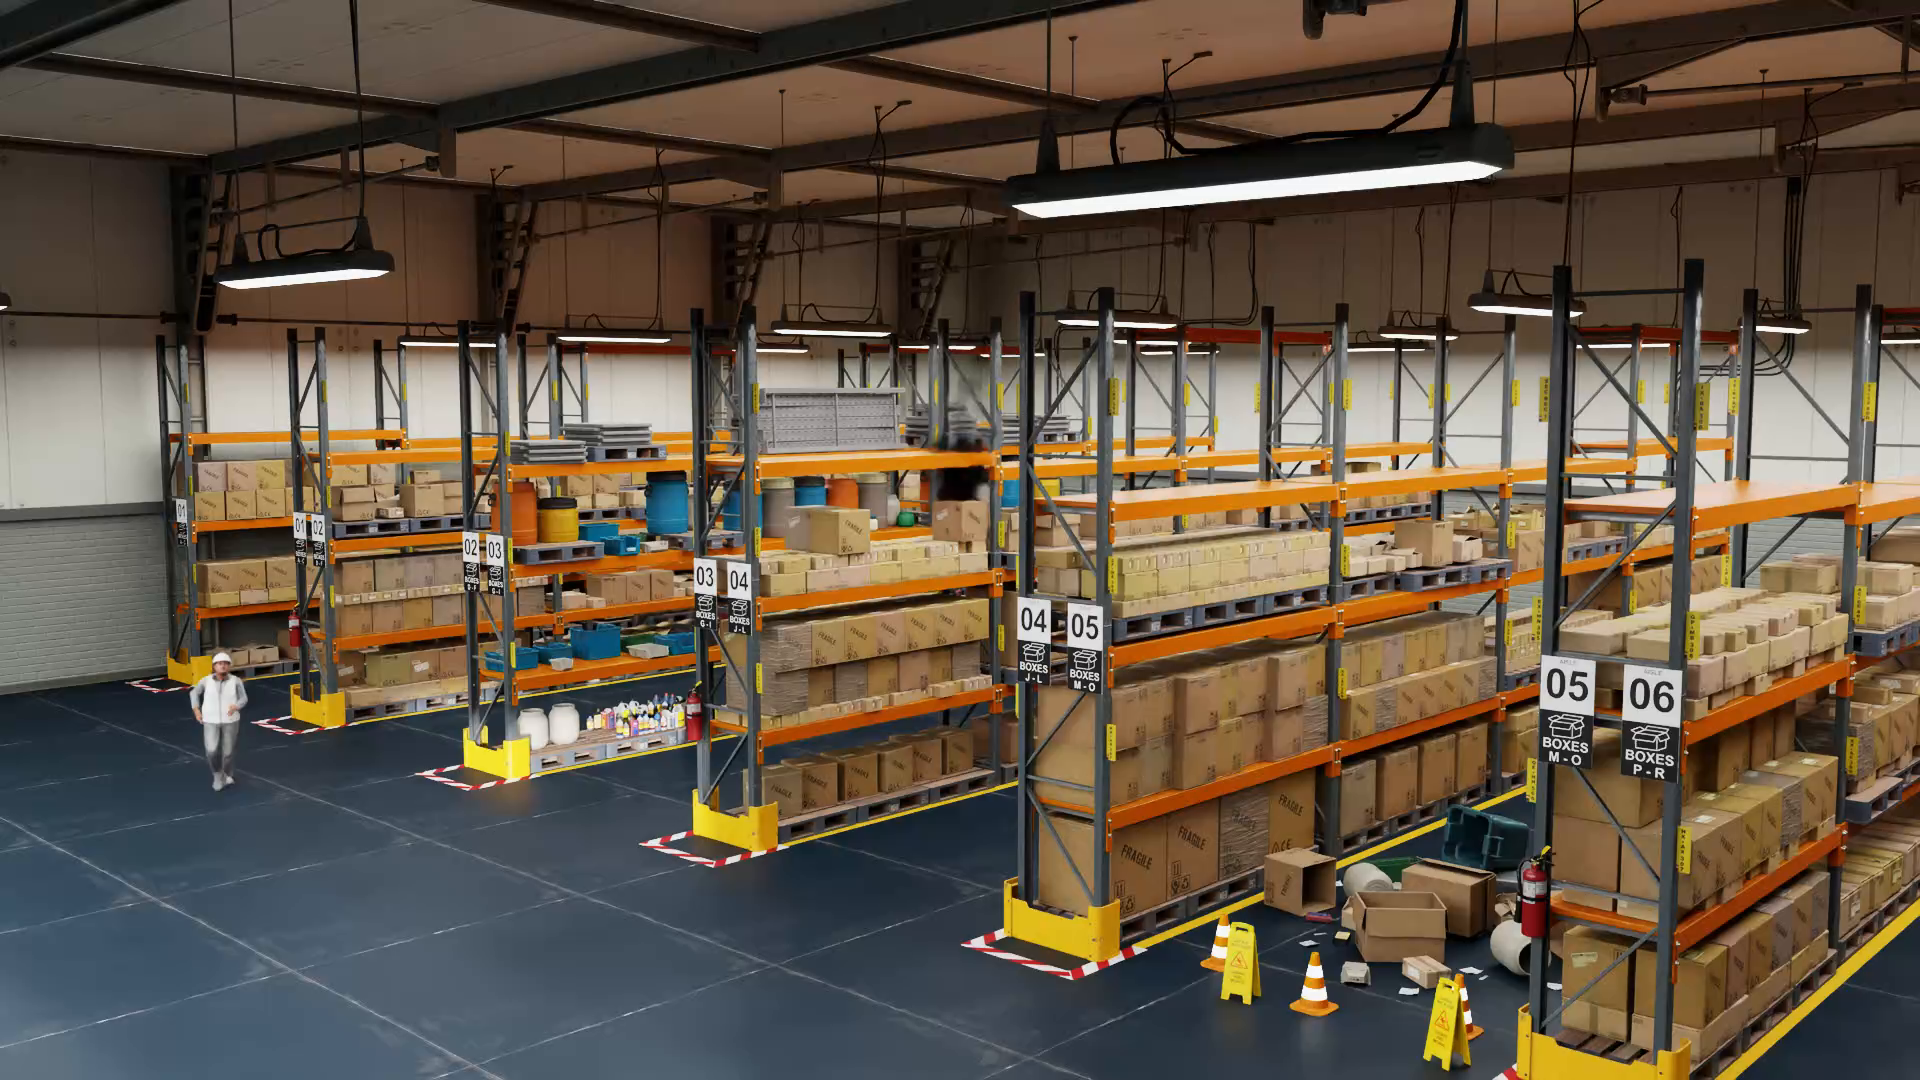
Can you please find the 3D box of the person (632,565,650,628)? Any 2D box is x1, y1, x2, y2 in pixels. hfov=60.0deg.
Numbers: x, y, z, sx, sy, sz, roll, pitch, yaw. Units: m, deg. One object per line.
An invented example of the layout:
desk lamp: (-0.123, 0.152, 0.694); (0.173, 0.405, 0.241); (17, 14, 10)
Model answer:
person: (-6.189, 1.349, 32.031); (0.635, 1.603, 0.564); (5, 7, 44)

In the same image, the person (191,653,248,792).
person: (-9.414, 2.317, 21.172); (0.667, 1.756, 0.684); (-2, 6, -25)
